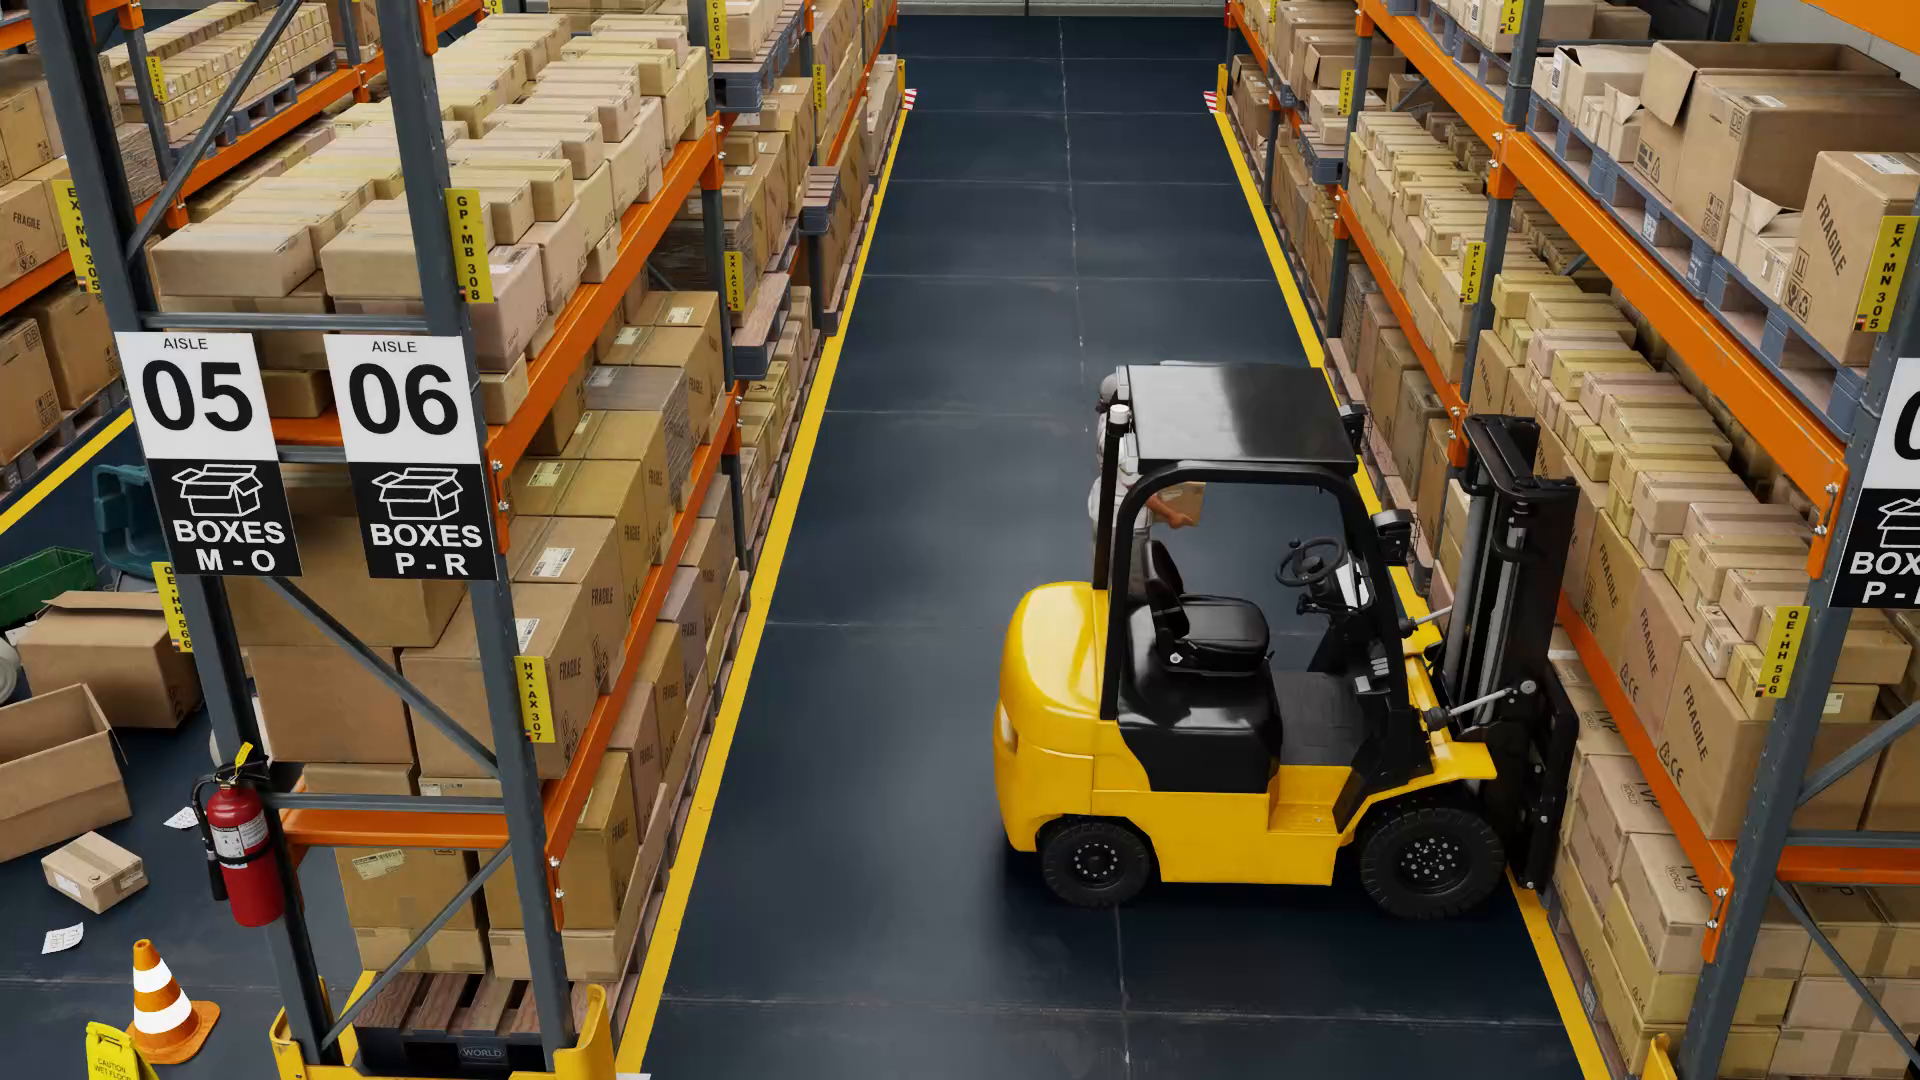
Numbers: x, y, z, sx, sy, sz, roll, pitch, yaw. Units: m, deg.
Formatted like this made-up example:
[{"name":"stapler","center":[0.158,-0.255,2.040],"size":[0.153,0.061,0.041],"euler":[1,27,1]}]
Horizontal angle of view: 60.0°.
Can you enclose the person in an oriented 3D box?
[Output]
[{"name":"person","center":[0.948,-0.103,8.842],"size":[0.541,1.634,0.453],"euler":[1,28,2]}]
